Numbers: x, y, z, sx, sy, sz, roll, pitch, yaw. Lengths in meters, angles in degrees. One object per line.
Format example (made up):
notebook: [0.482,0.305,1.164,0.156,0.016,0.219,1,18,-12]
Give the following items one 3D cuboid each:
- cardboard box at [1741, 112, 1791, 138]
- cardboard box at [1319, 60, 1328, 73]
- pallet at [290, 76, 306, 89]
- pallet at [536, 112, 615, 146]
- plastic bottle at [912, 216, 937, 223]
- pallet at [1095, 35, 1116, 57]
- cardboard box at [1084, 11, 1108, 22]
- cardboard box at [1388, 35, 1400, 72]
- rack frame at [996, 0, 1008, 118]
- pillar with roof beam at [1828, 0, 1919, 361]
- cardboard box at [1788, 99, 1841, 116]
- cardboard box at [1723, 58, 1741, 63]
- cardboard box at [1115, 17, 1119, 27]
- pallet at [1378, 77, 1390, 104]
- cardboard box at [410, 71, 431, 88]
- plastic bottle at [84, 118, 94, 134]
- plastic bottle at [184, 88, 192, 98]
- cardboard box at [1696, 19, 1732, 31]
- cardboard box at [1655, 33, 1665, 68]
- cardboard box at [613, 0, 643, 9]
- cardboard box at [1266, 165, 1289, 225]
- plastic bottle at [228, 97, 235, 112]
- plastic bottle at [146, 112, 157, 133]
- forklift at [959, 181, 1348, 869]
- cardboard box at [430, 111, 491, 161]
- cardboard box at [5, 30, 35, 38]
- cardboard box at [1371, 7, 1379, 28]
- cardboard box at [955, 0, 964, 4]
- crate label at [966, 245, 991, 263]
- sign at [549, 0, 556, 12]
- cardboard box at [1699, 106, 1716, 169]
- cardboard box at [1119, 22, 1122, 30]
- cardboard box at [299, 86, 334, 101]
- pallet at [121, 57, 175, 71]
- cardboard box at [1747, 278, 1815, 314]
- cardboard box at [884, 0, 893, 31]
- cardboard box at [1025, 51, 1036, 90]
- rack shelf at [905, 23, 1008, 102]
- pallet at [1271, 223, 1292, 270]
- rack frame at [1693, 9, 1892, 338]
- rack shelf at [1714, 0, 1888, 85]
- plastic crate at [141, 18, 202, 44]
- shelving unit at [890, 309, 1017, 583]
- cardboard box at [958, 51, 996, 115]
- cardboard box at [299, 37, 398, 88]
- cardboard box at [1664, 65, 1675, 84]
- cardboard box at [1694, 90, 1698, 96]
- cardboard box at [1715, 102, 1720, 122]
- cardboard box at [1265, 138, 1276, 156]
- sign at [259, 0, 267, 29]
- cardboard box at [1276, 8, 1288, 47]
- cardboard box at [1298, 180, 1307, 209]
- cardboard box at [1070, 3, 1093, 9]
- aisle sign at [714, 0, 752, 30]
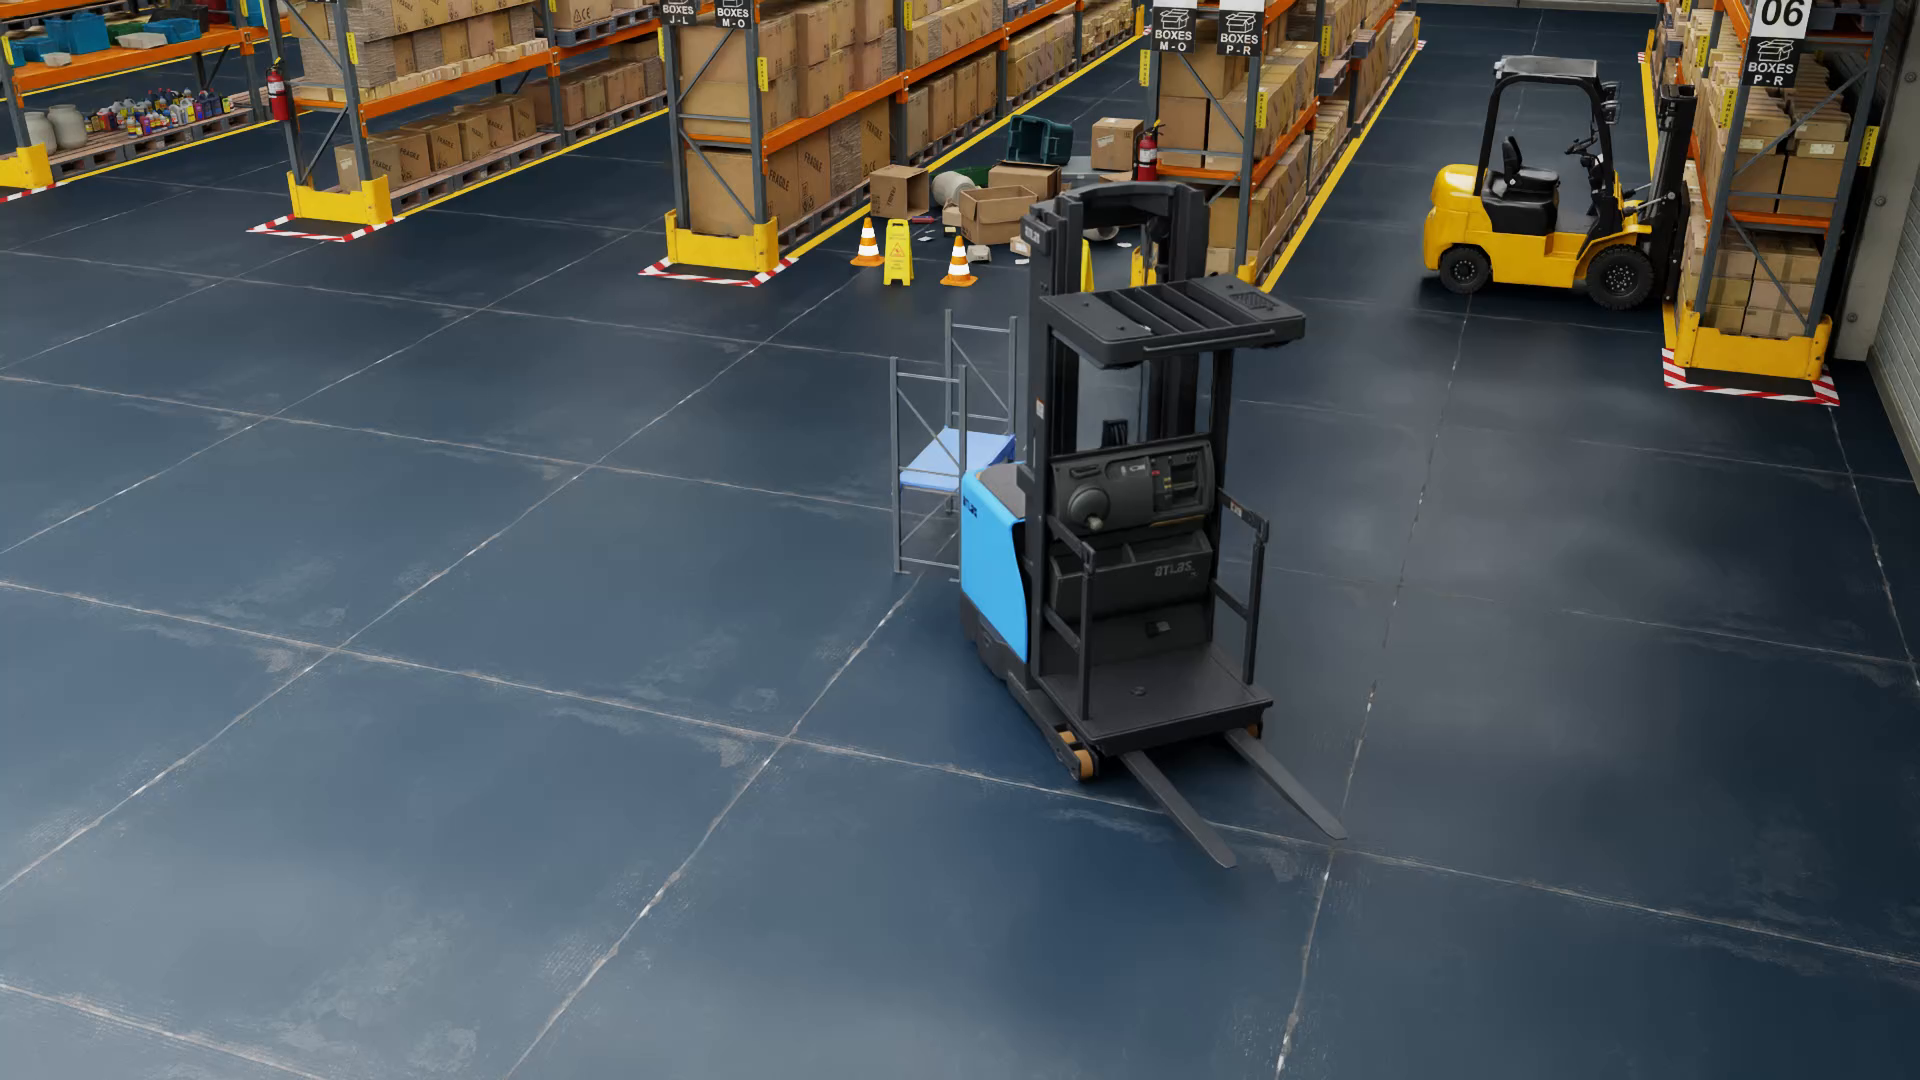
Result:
cardboard box: [6.827,-3.527,14.117,0.380,0.149,0.250,9,27,18]
cardboard box: [4.037,-5.498,19.194,0.380,0.149,0.250,9,27,18]
pallet: [-9.832,-6.973,25.632,1.003,0.211,1.213,9,27,17]
pallet: [-5.532,-5.743,23.093,1.003,0.211,1.213,9,27,17]
plastic bottle: [-0.403,-3.648,18.939,0.283,0.061,0.133,0,26,-1]
pallet: [2.110,-8.734,29.270,1.003,0.211,1.213,9,27,17]
cardboard box: [2.370,-9.128,28.992,0.380,0.149,0.250,9,27,18]
cardboard box: [6.528,-7.807,26.614,0.875,0.438,0.875,8,27,17]
rack frame: [0.185,-7.561,23.648,1.000,3.000,0.127,9,27,17]
pillar with roof beam: [3.928,-6.359,14.280,9.100,9.000,0.400,9,27,17]
cardboard box: [7.509,-3.769,14.616,0.380,0.149,0.250,9,27,18]
cardboard box: [7.773,-4.679,16.495,0.380,0.149,0.250,8,27,16]
cardboard box: [2.609,-9.202,29.484,0.380,0.149,0.250,9,27,18]
pallet: [6.032,-6.945,25.576,1.003,0.211,1.213,9,27,17]
cardboard box: [-6.449,-5.412,19.497,0.380,0.149,0.250,9,27,17]
plastic bottle: [-11.594,-5.509,22.117,0.097,0.201,0.097,0,26,0]
plastic bottle: [-10.980,-6.299,23.667,0.097,0.271,0.097,0,26,0]
cardboard box: [8.961,-6.087,19.744,0.380,0.149,0.250,9,27,18]
cardboard box: [11.346,-7.732,26.387,0.500,0.500,0.500,9,27,18]
cardboard box: [-4.759,-7.726,23.661,0.396,0.266,0.258,8,27,16]
cardboard box: [3.105,-3.608,17.296,0.500,0.500,0.500,9,27,18]
plastic bottle: [-10.287,-6.141,23.420,0.097,0.201,0.097,0,26,0]
plastic bottle: [-10.780,-5.563,22.148,0.097,0.271,0.097,0,26,0]
forklift: [1.005,-0.248,8.623,1.130,2.935,3.031,-10,27,-19]
cardboard box: [-6.277,-5.080,20.911,0.500,0.500,0.500,6,27,13]
cardboard box: [-14.930,-7.947,26.476,0.500,0.311,0.500,9,27,17]
cardboard box: [5.621,-7.410,23.508,0.500,0.250,0.500,10,27,19]
cardboard box: [-0.310,-7.454,22.164,0.700,0.500,0.500,8,27,17]
crate label: [0.194,-3.026,17.566,0.250,0.136,0.298,-5,26,-9]
sign: [-5.276,-6.992,21.479,0.100,0.325,0.005,9,27,17]
cardboard box: [7.331,-3.795,15.755,0.500,0.500,0.500,9,27,18]
cardboard box: [2.709,-9.291,30.011,0.380,0.149,0.250,9,27,17]
cardboard box: [-7.221,-5.068,18.788,0.380,0.149,0.250,9,27,17]
pallet: [-14.110,-8.172,28.110,1.003,0.211,1.213,9,27,17]
cardboard box: [7.259,-2.218,14.713,0.500,0.250,0.500,9,27,18]
cardboard box: [-1.301,-6.324,19.682,0.875,0.550,0.550,9,27,17]
cardboard box: [0.825,-7.086,25.053,0.500,0.500,0.500,9,27,18]
rack shelf: [-0.481,-6.415,22.107,1.077,0.370,4.000,9,27,17]
pallet: [2.961,-3.202,17.844,1.003,0.211,1.213,9,27,17]
rack frame: [6.906,-2.879,13.977,1.000,3.000,0.127,9,27,17]
rack shelf: [7.572,-4.727,15.178,1.077,0.370,4.000,9,27,17]
plastic crate: [-10.573,-6.835,22.319,0.499,0.251,0.616,9,27,17]
shelving unit: [-0.028,-0.640,11.074,0.538,1.500,1.048,9,27,17]
cardboard box: [-0.103,-6.500,23.557,1.050,0.750,0.750,8,27,17]
cardboard box: [-6.912,-5.435,18.801,0.875,0.500,0.500,9,27,17]
cardboard box: [10.358,-6.488,23.818,0.500,0.500,0.500,8,27,17]
cardboard box: [8.158,-4.700,17.911,0.500,0.250,0.500,9,27,19]
cardboard box: [7.161,-3.930,15.289,0.380,0.149,0.250,9,27,18]
cardboard box: [2.896,-3.894,16.363,0.380,0.149,0.250,9,27,18]
sign: [-7.638,-5.786,18.291,0.100,0.325,0.005,9,27,17]
cardboard box: [3.204,-5.720,18.243,0.700,0.500,0.500,8,27,17]
cardboard box: [3.612,-3.910,18.781,0.500,0.250,0.500,10,28,20]
cardboard box: [2.165,-9.527,29.814,0.380,0.149,0.250,7,27,15]
aisle sign: [-2.218,-5.371,16.141,0.394,0.787,0.004,9,27,17]
